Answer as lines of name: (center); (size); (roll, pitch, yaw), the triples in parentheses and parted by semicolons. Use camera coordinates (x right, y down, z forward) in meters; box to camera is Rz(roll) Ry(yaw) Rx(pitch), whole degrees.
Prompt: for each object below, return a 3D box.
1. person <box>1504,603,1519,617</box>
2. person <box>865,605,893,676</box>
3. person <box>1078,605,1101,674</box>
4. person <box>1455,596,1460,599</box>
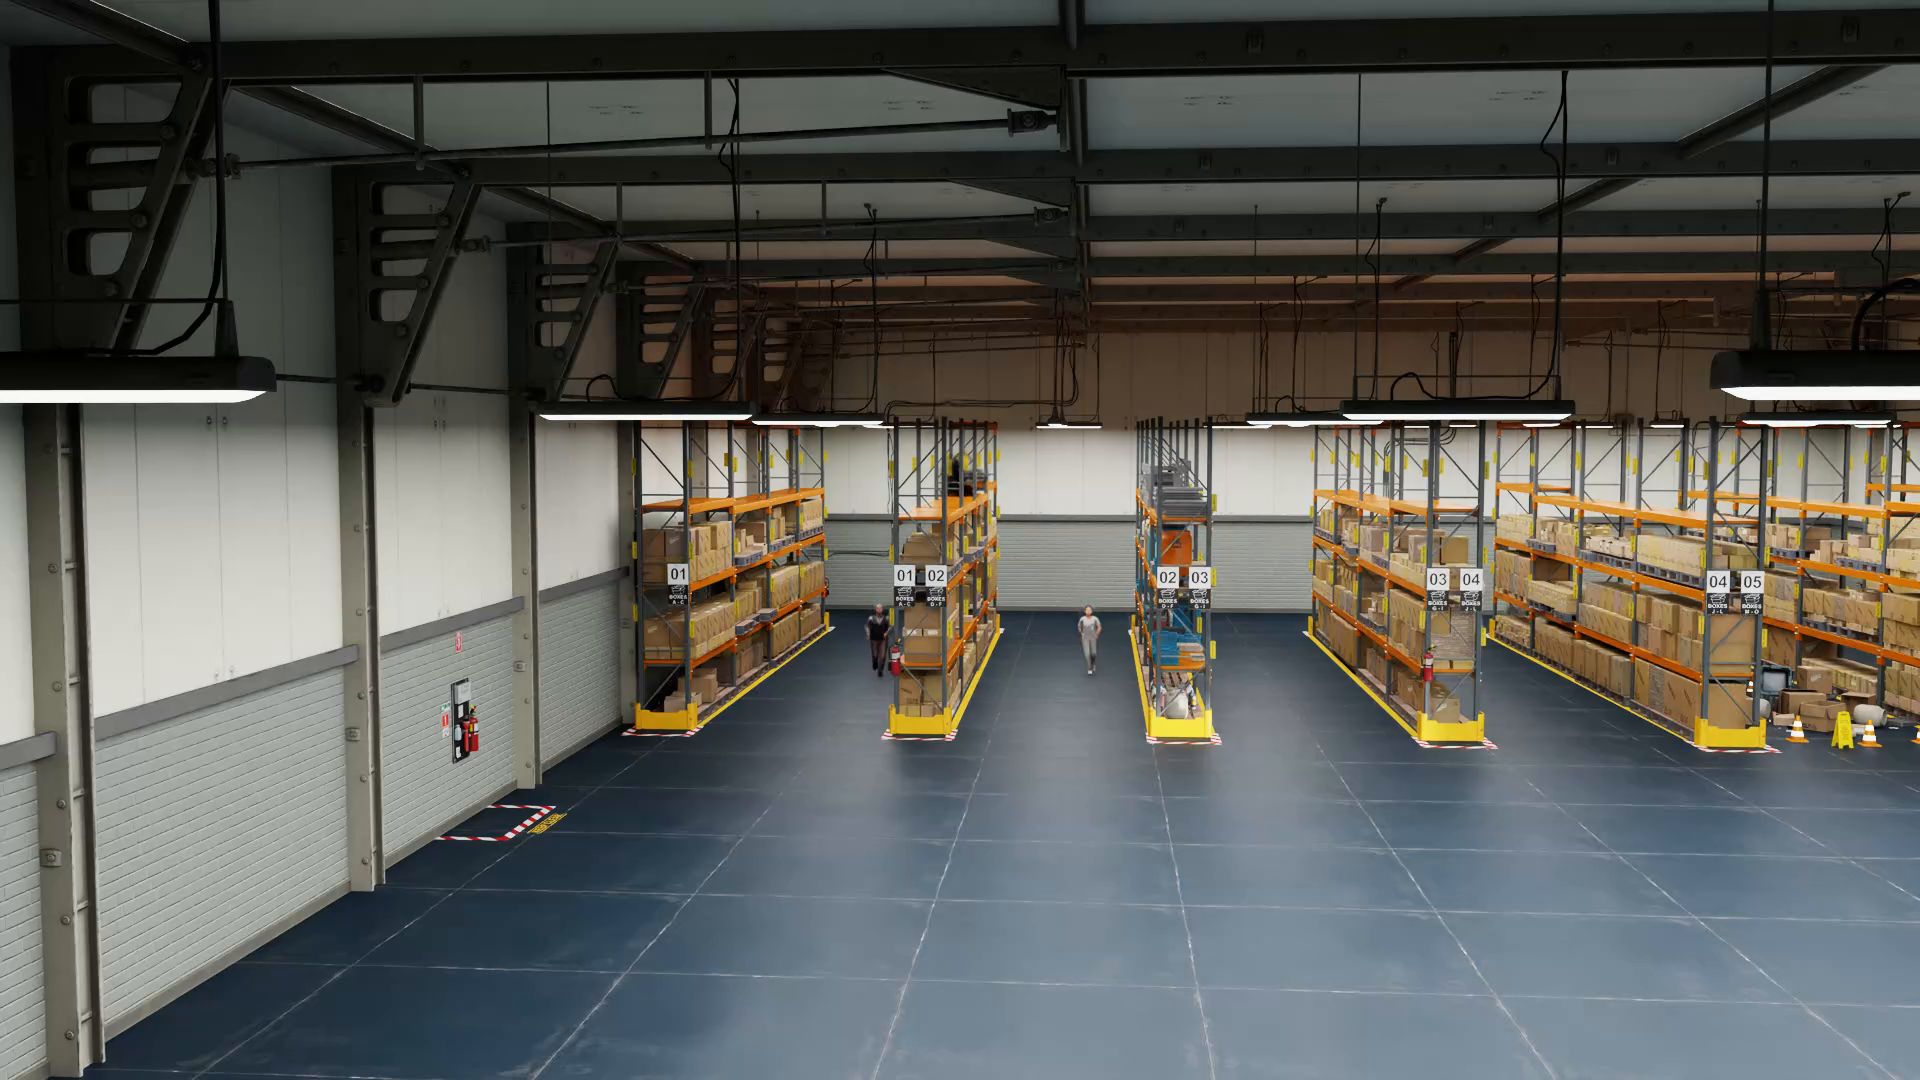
person: (15.815, 1.827, 47.449); (0.753, 1.662, 0.679); (1, 4, 21)
person: (-1.893, 2.351, 38.908); (0.664, 1.680, 0.578); (0, 4, -4)
person: (3.038, 2.354, 39.069); (0.539, 1.618, 0.541); (0, 4, 6)
person: (13.389, 1.961, 44.221); (0.739, 1.735, 0.829); (1, 4, 13)
